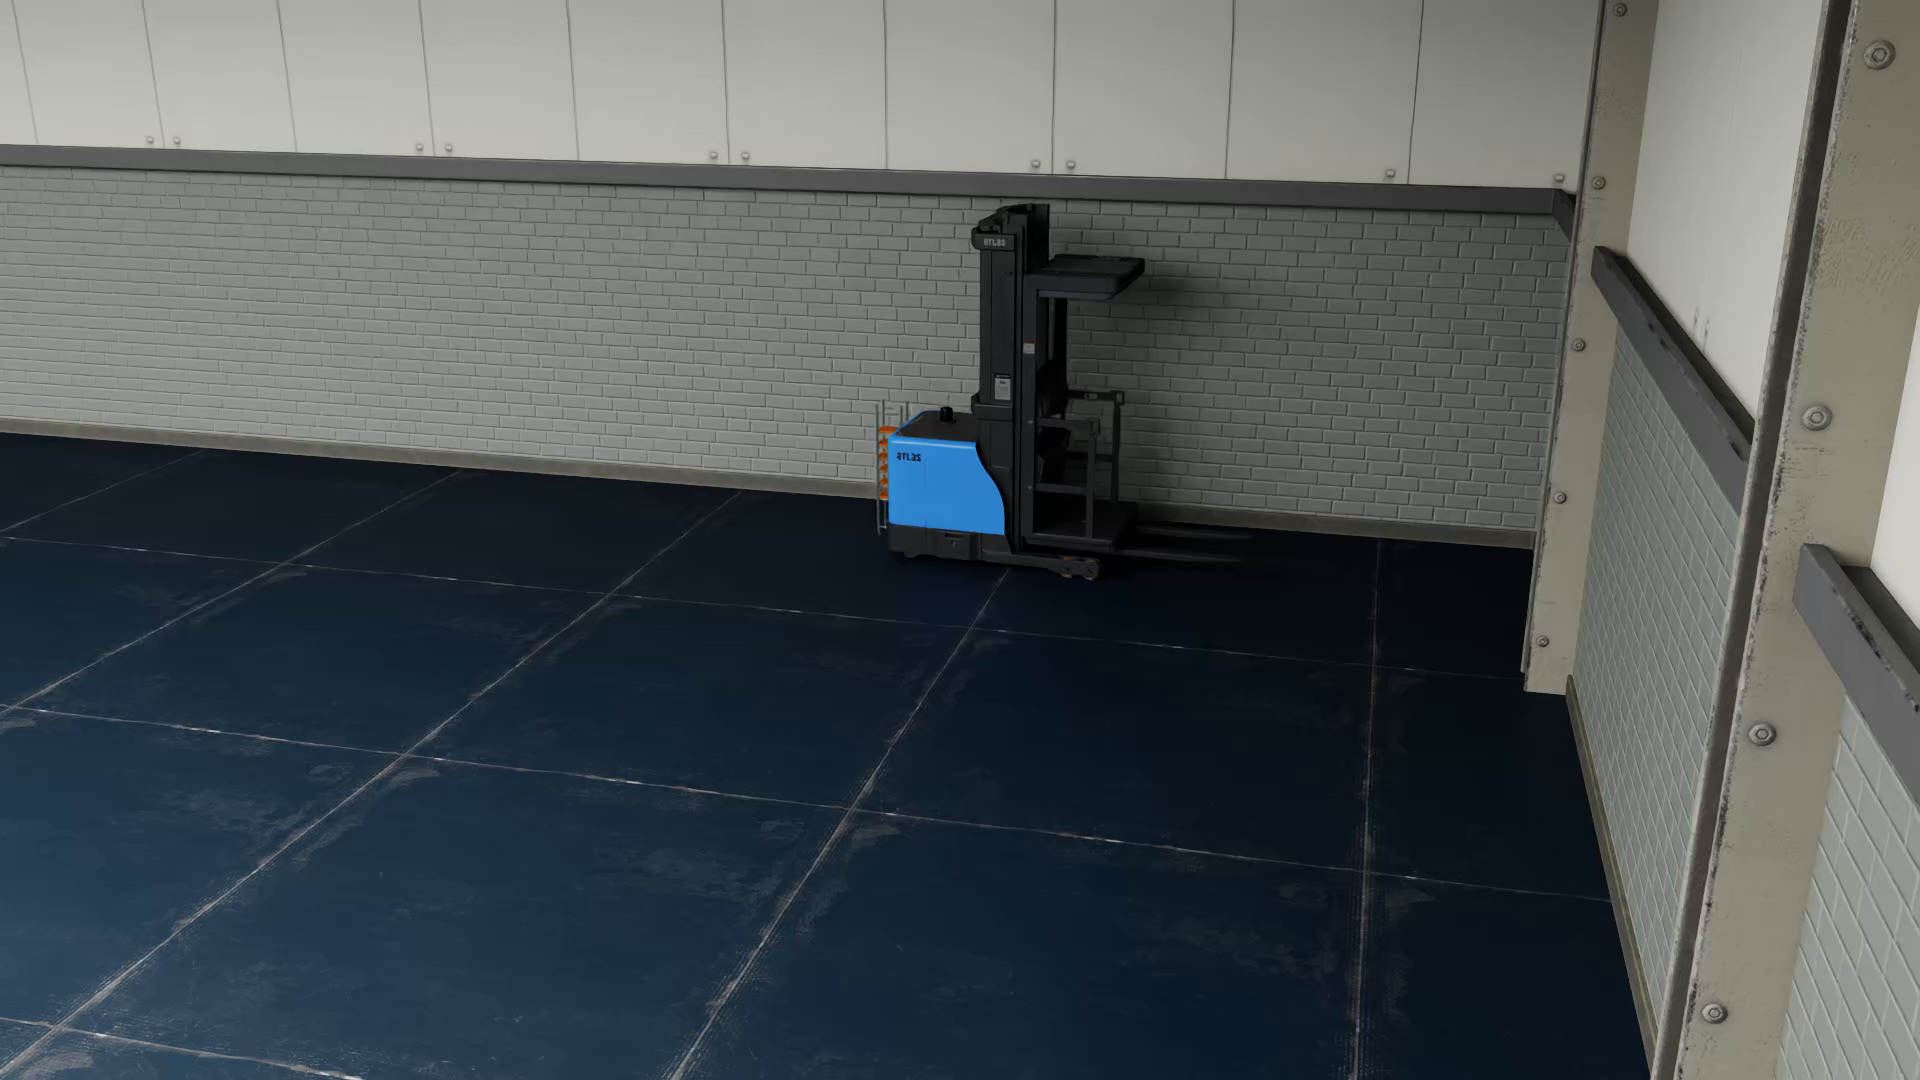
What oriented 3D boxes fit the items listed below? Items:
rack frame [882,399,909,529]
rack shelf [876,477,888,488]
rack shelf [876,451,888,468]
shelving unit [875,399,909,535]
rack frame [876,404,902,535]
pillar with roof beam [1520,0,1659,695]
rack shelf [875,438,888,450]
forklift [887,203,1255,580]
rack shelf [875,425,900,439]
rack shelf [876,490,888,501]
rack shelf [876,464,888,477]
[{"bbox_3d":[-0.568,-0.660,14.763,0.240,1.200,0.006,5,20,15],"label":"rack frame"},{"bbox_3d":[-0.593,-0.476,14.733,0.258,0.103,0.180,5,20,15],"label":"rack shelf"},{"bbox_3d":[-0.593,-0.703,14.655,0.258,0.103,0.180,5,20,15],"label":"rack shelf"},{"bbox_3d":[-0.593,-0.631,14.680,0.258,1.200,0.189,5,20,15],"label":"shelving unit"},{"bbox_3d":[-0.617,-0.603,14.596,0.240,1.200,0.006,5,20,15],"label":"rack frame"},{"bbox_3d":[-0.039,-3.595,11.291,9.100,9.000,0.400,5,19,13],"label":"pillar with roof beam"},{"bbox_3d":[-0.593,-0.816,14.617,0.258,0.103,0.180,5,20,15],"label":"rack shelf"},{"bbox_3d":[0.952,-1.249,13.811,3.031,2.935,1.130,6,20,16],"label":"forklift"},{"bbox_3d":[-0.593,-0.930,14.578,0.258,0.103,0.180,5,20,15],"label":"rack shelf"},{"bbox_3d":[-0.593,-0.362,14.772,0.258,0.103,0.180,5,20,15],"label":"rack shelf"},{"bbox_3d":[-0.593,-0.589,14.694,0.258,0.103,0.180,5,20,15],"label":"rack shelf"}]
